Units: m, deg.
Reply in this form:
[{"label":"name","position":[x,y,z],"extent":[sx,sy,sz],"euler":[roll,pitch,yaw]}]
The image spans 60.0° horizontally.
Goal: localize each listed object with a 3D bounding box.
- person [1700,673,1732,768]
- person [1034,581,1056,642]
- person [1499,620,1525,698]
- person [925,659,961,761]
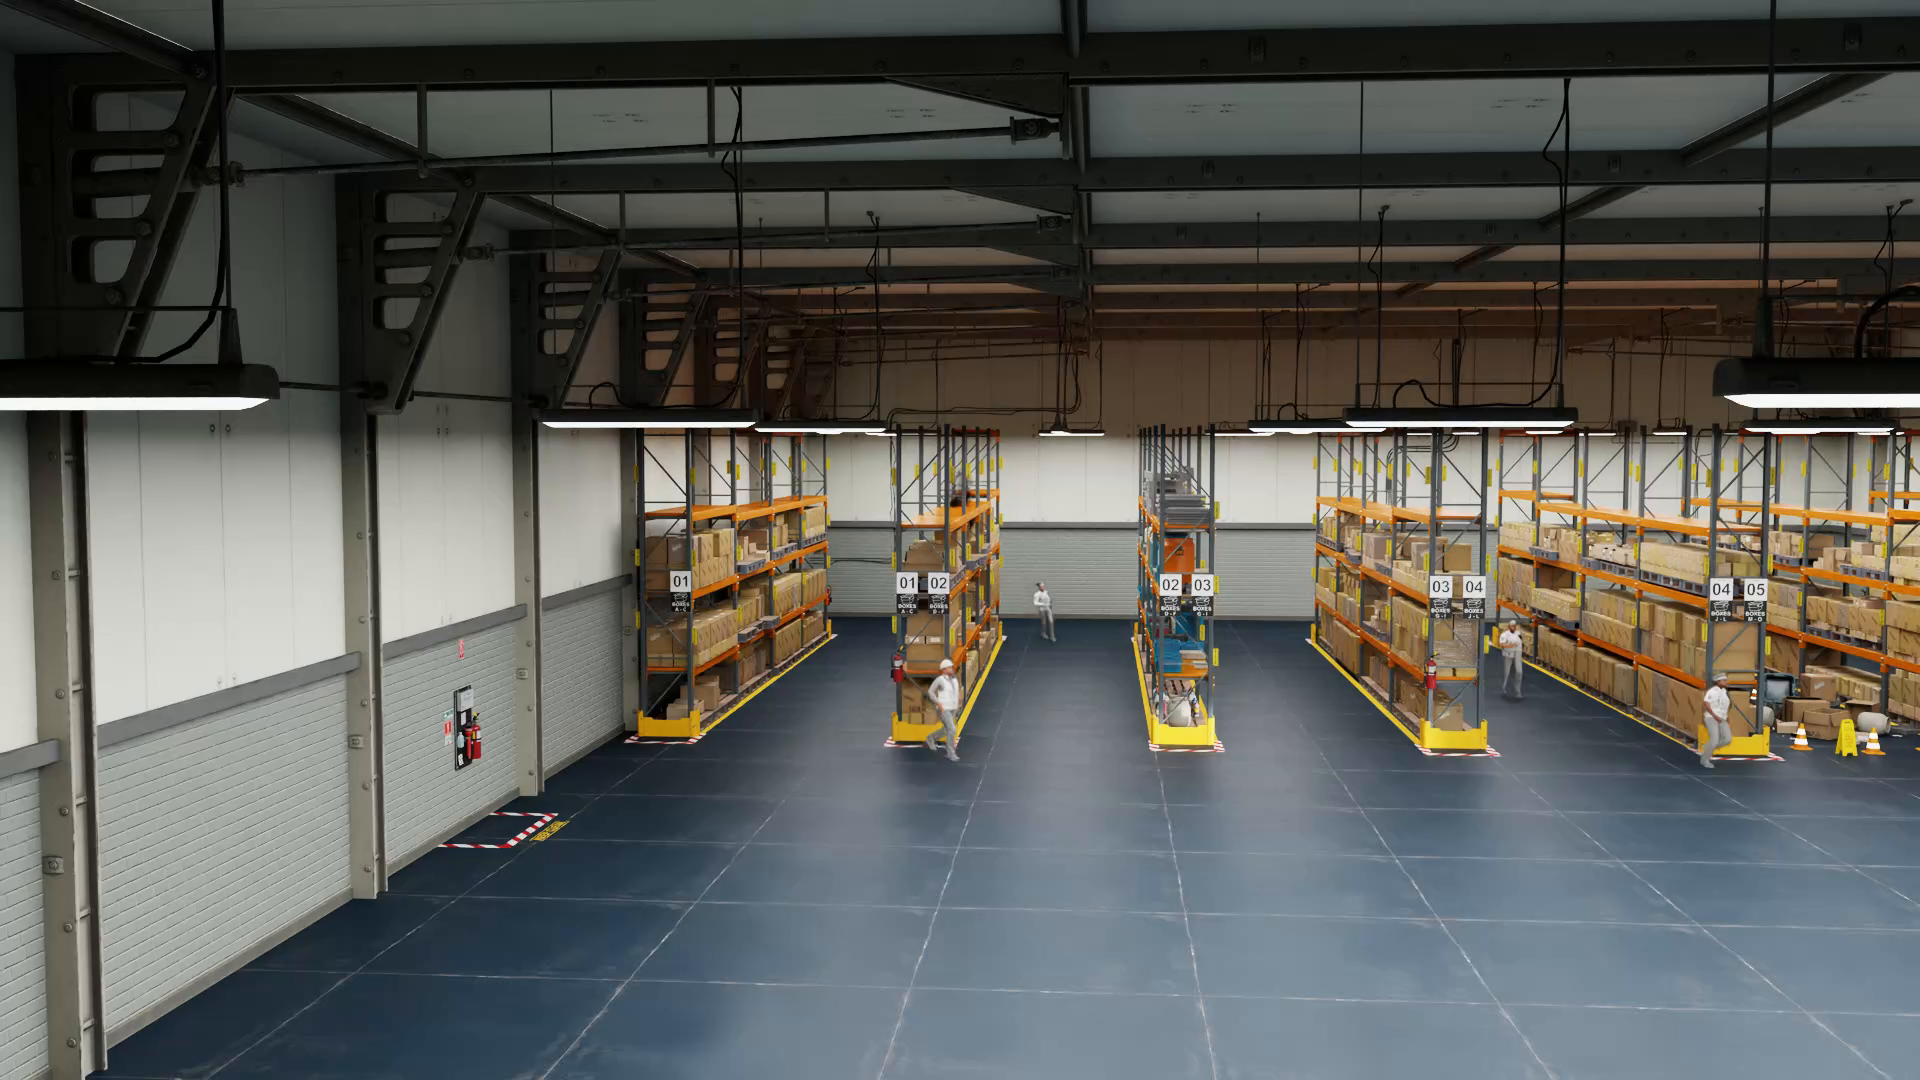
[{"label":"person","position":[13.289,3.144,29.138],"extent":[0.636,1.647,0.507],"euler":[-2,4,-31]},{"label":"person","position":[2.372,2.015,47.028],"extent":[0.602,1.691,0.854],"euler":[-1,4,-21]},{"label":"person","position":[12.260,2.643,37.001],"extent":[0.595,1.738,0.795],"euler":[0,3,-1]},{"label":"person","position":[-0.287,3.029,29.817],"extent":[0.834,1.799,0.669],"euler":[3,4,36]}]
